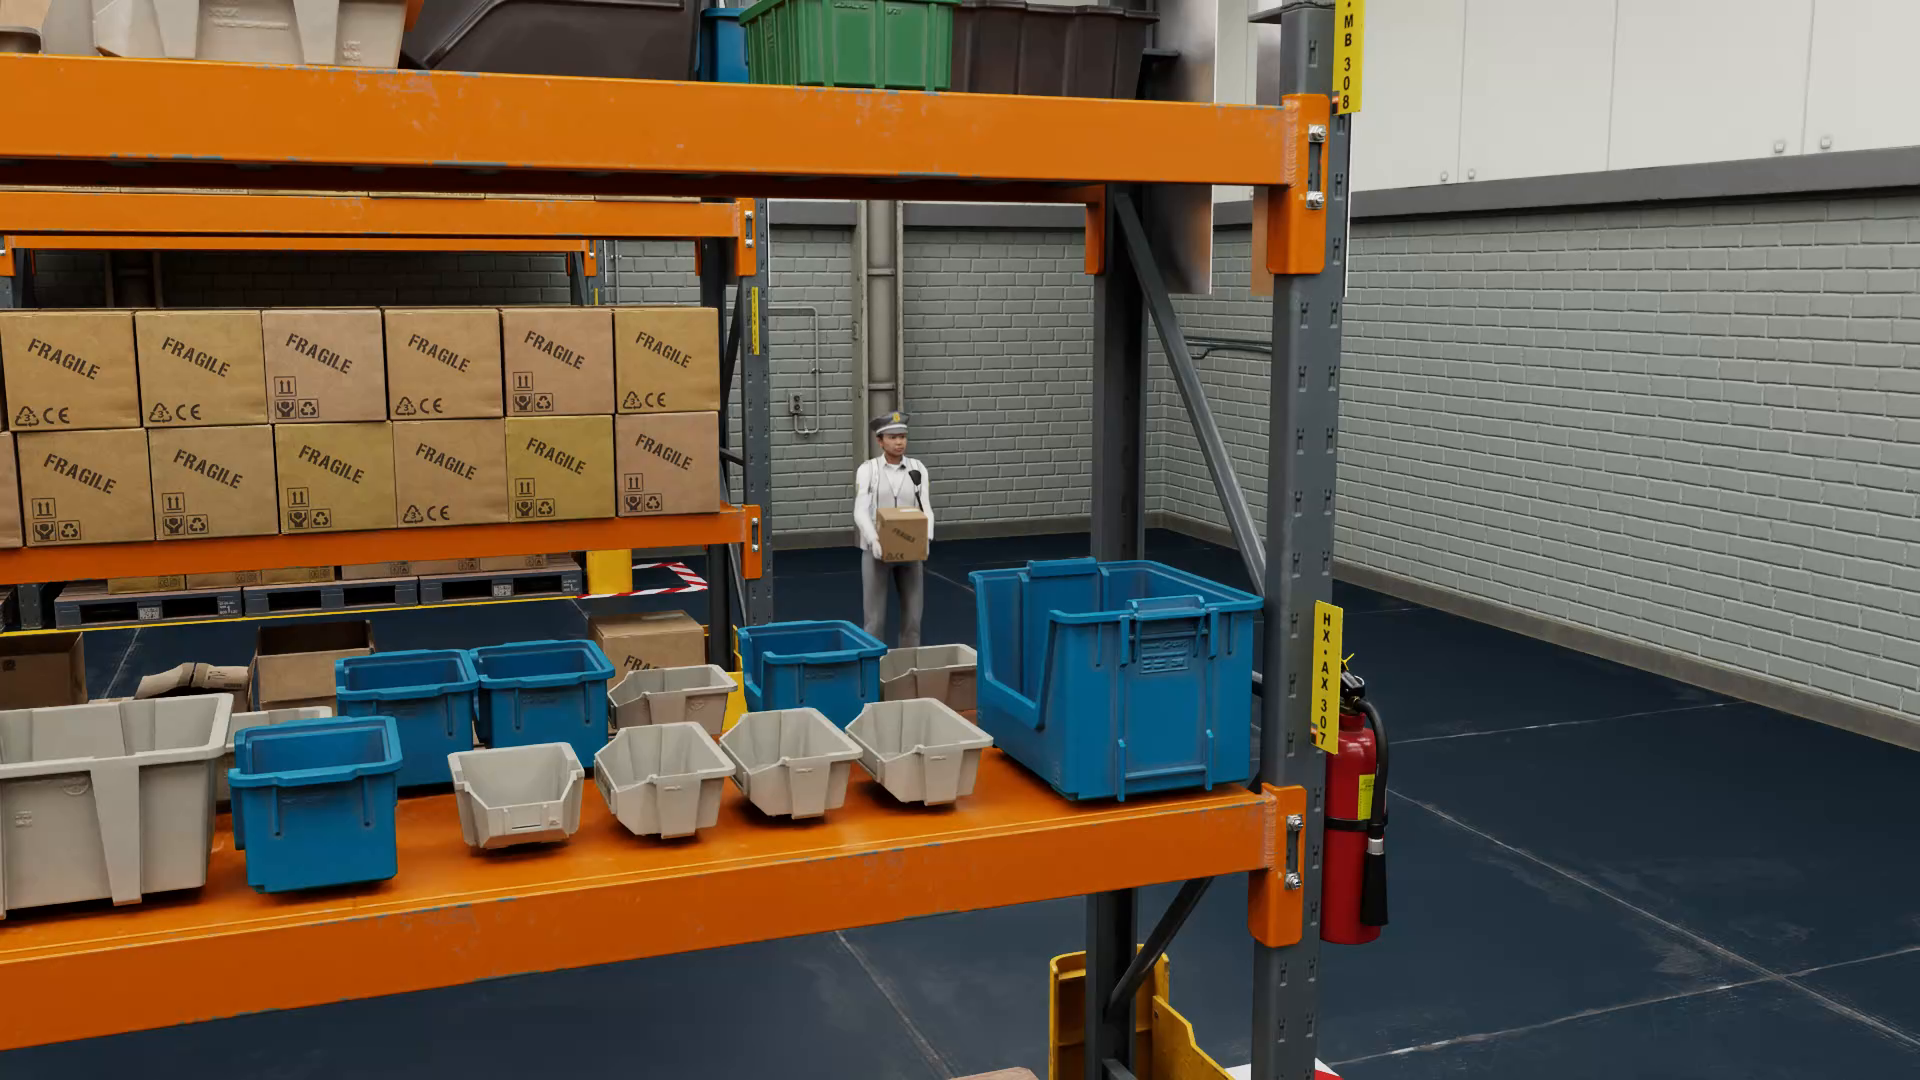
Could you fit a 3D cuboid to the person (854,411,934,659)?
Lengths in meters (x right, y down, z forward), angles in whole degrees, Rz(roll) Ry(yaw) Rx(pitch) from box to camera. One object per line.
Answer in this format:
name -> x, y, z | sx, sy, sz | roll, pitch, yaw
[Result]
person -> -0.381, 0.099, 9.667 | 0.459, 1.688, 0.543 | -2, 9, -14
